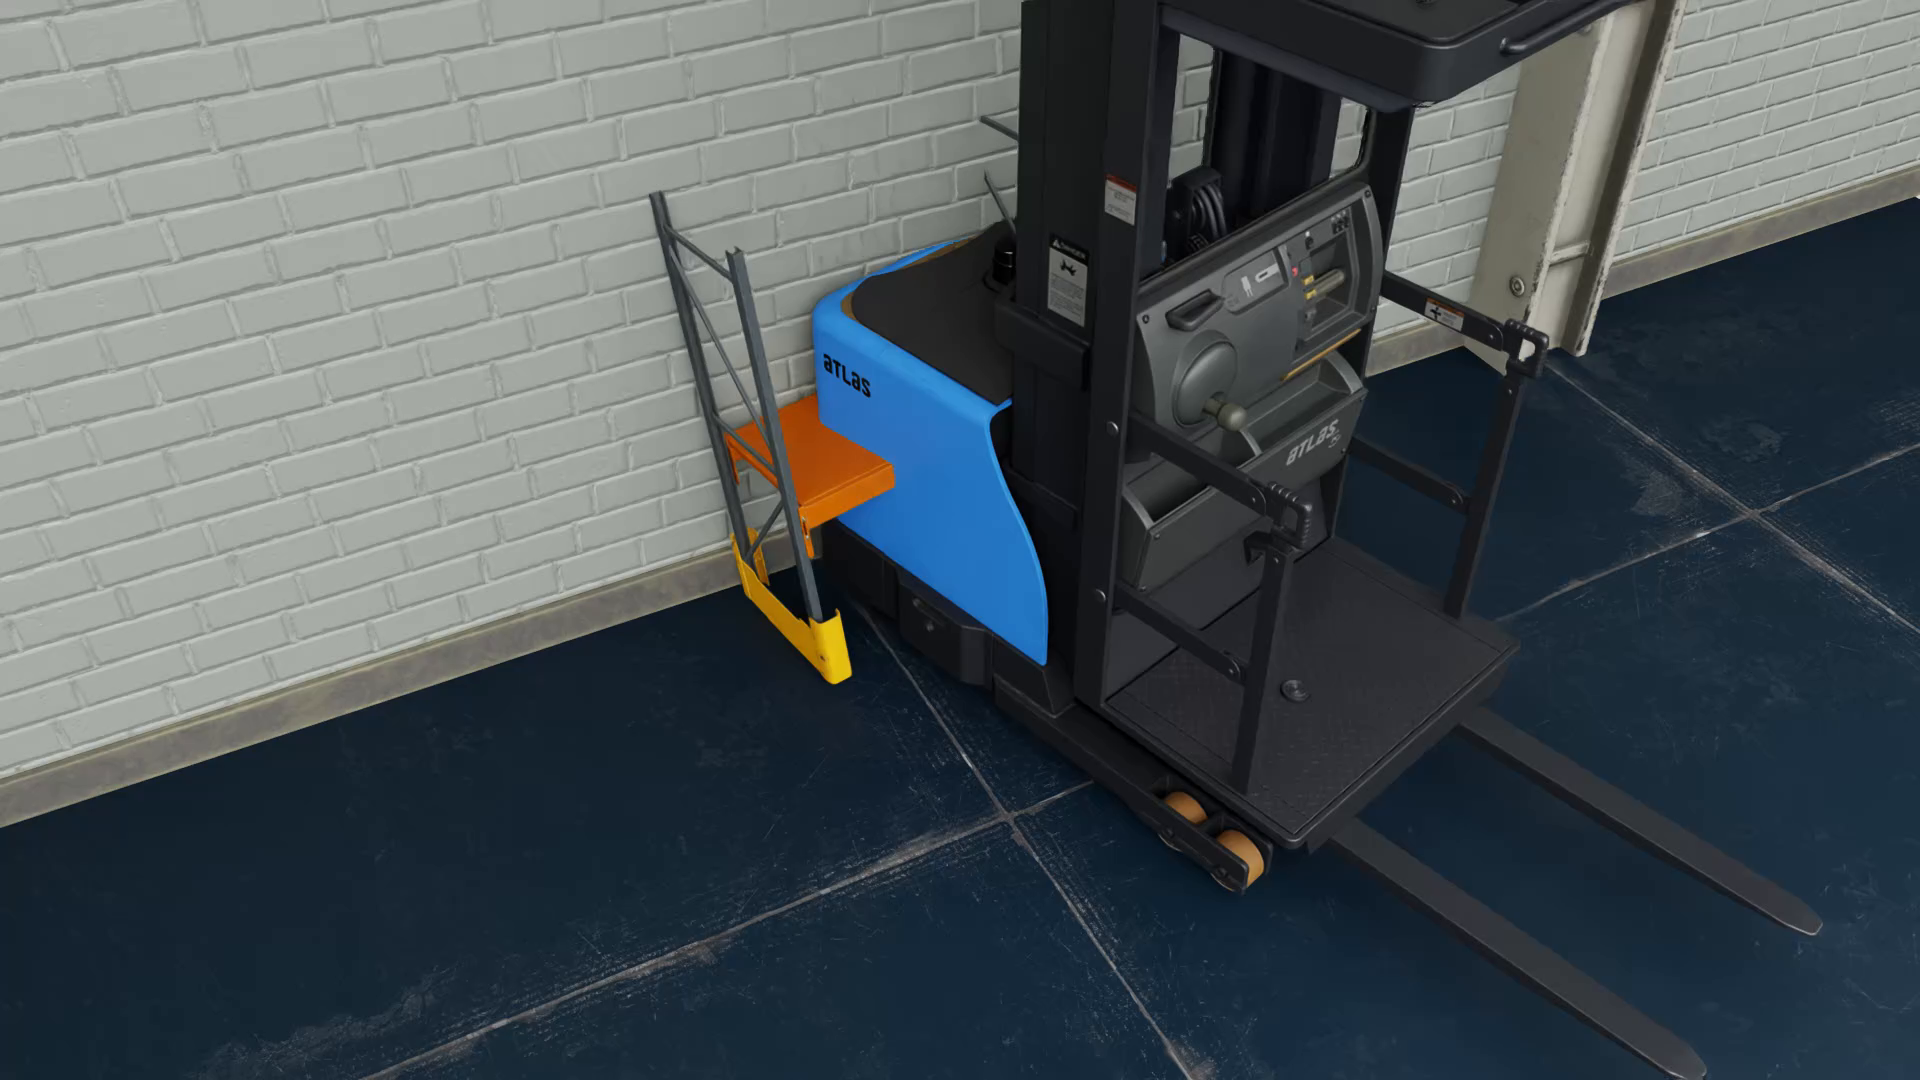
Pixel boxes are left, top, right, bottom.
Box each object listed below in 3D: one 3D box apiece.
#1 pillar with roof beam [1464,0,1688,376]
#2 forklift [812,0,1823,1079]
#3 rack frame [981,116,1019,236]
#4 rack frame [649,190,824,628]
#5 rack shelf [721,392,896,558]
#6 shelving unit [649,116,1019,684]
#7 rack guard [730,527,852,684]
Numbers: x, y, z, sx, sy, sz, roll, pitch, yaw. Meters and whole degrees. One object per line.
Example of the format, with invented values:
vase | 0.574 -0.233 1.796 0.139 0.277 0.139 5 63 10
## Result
pillar with roof beam | 4.240 -1.741 0.841 0.400 9.000 9.100 -19 44 -21
forklift | 0.923 -0.529 4.106 1.130 2.935 3.031 -32 49 -32
rack frame | 0.203 -0.708 5.301 0.032 1.500 0.500 -28 43 -23
rack frame | -0.628 -0.272 4.909 0.032 1.500 0.500 -28 43 -23
rack shelf | -0.192 -0.351 5.217 1.000 0.185 0.538 -28 43 -23
shelving unit | -0.205 -0.494 5.108 1.083 1.500 0.587 -28 43 -23
rack guard | -0.542 0.203 5.307 0.087 0.250 0.587 -28 43 -23
